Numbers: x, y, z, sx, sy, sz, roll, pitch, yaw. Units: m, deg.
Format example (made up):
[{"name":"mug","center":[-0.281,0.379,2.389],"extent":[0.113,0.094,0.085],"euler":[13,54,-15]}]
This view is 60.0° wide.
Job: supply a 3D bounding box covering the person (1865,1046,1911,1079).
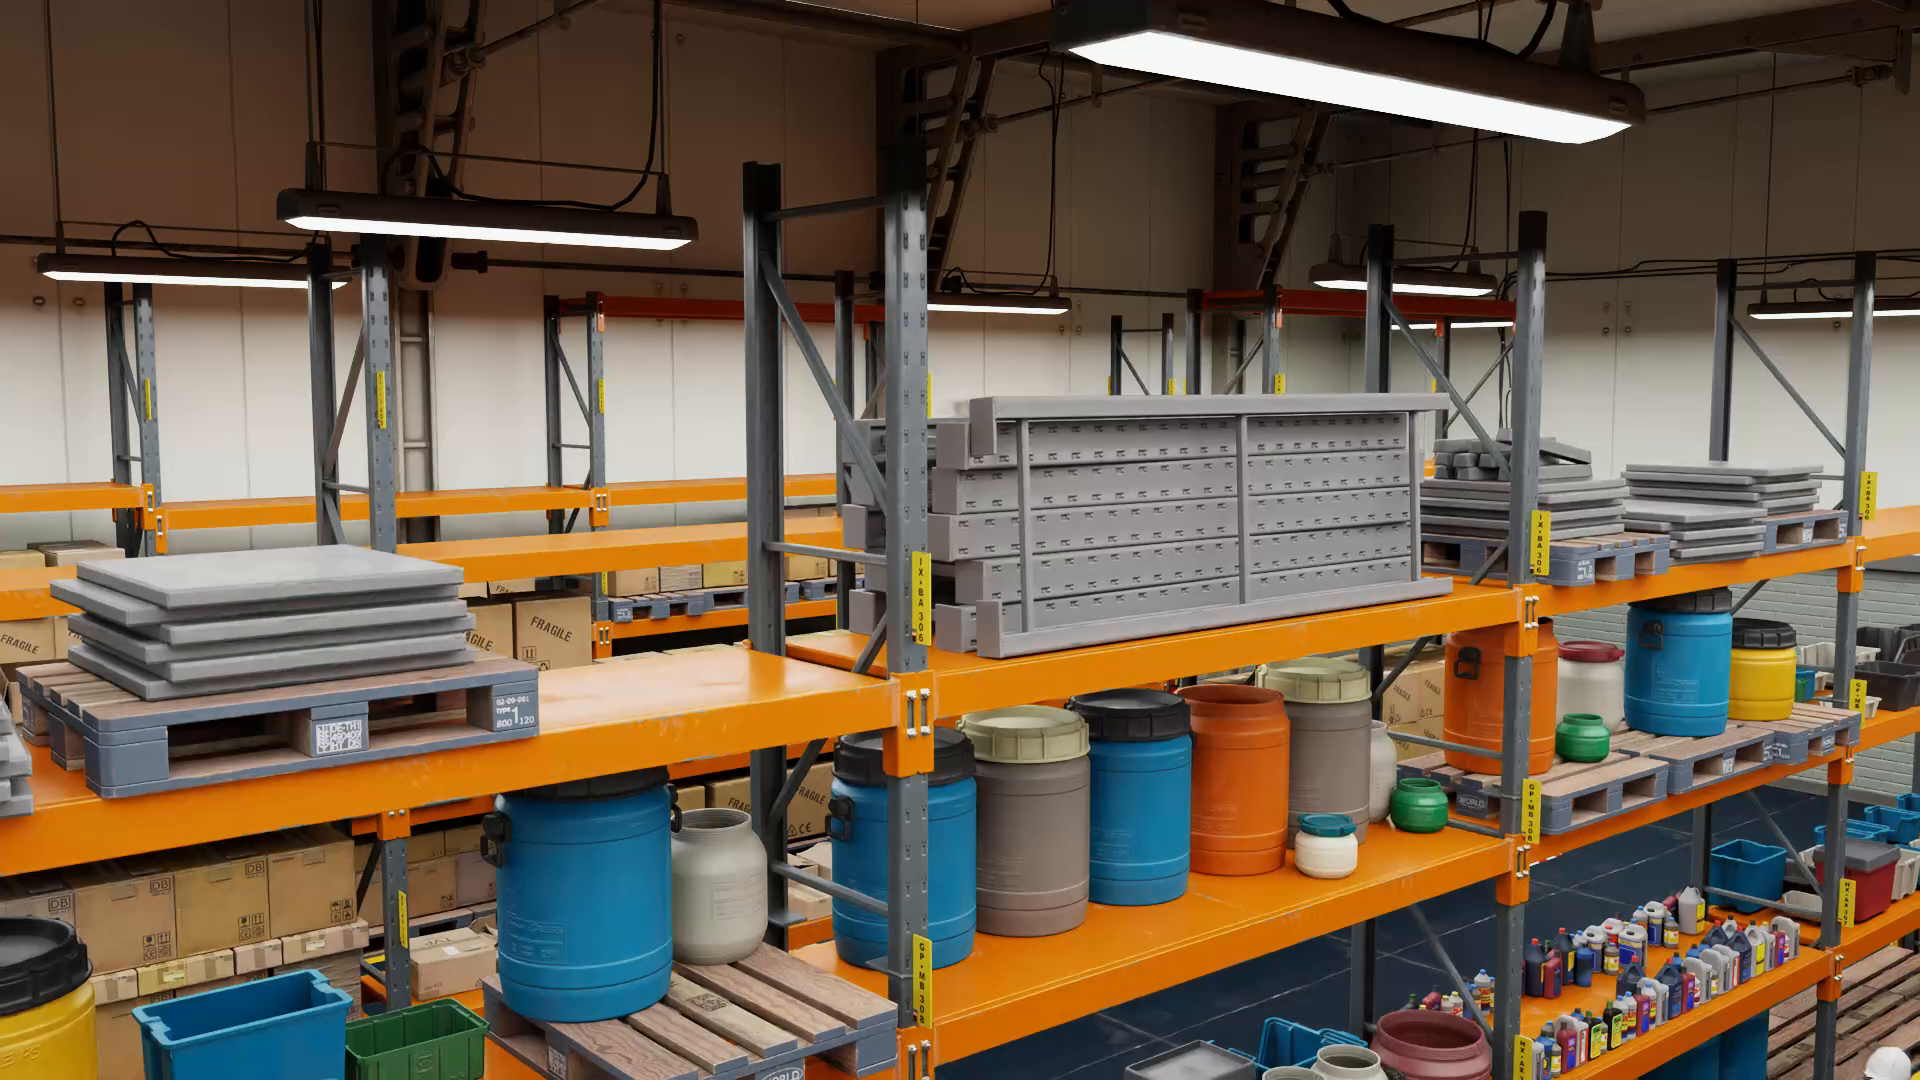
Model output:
[{"name":"person","center":[4.803,3.456,8.718],"extent":[0.486,1.748,0.664],"euler":[-2,6,-20]}]
